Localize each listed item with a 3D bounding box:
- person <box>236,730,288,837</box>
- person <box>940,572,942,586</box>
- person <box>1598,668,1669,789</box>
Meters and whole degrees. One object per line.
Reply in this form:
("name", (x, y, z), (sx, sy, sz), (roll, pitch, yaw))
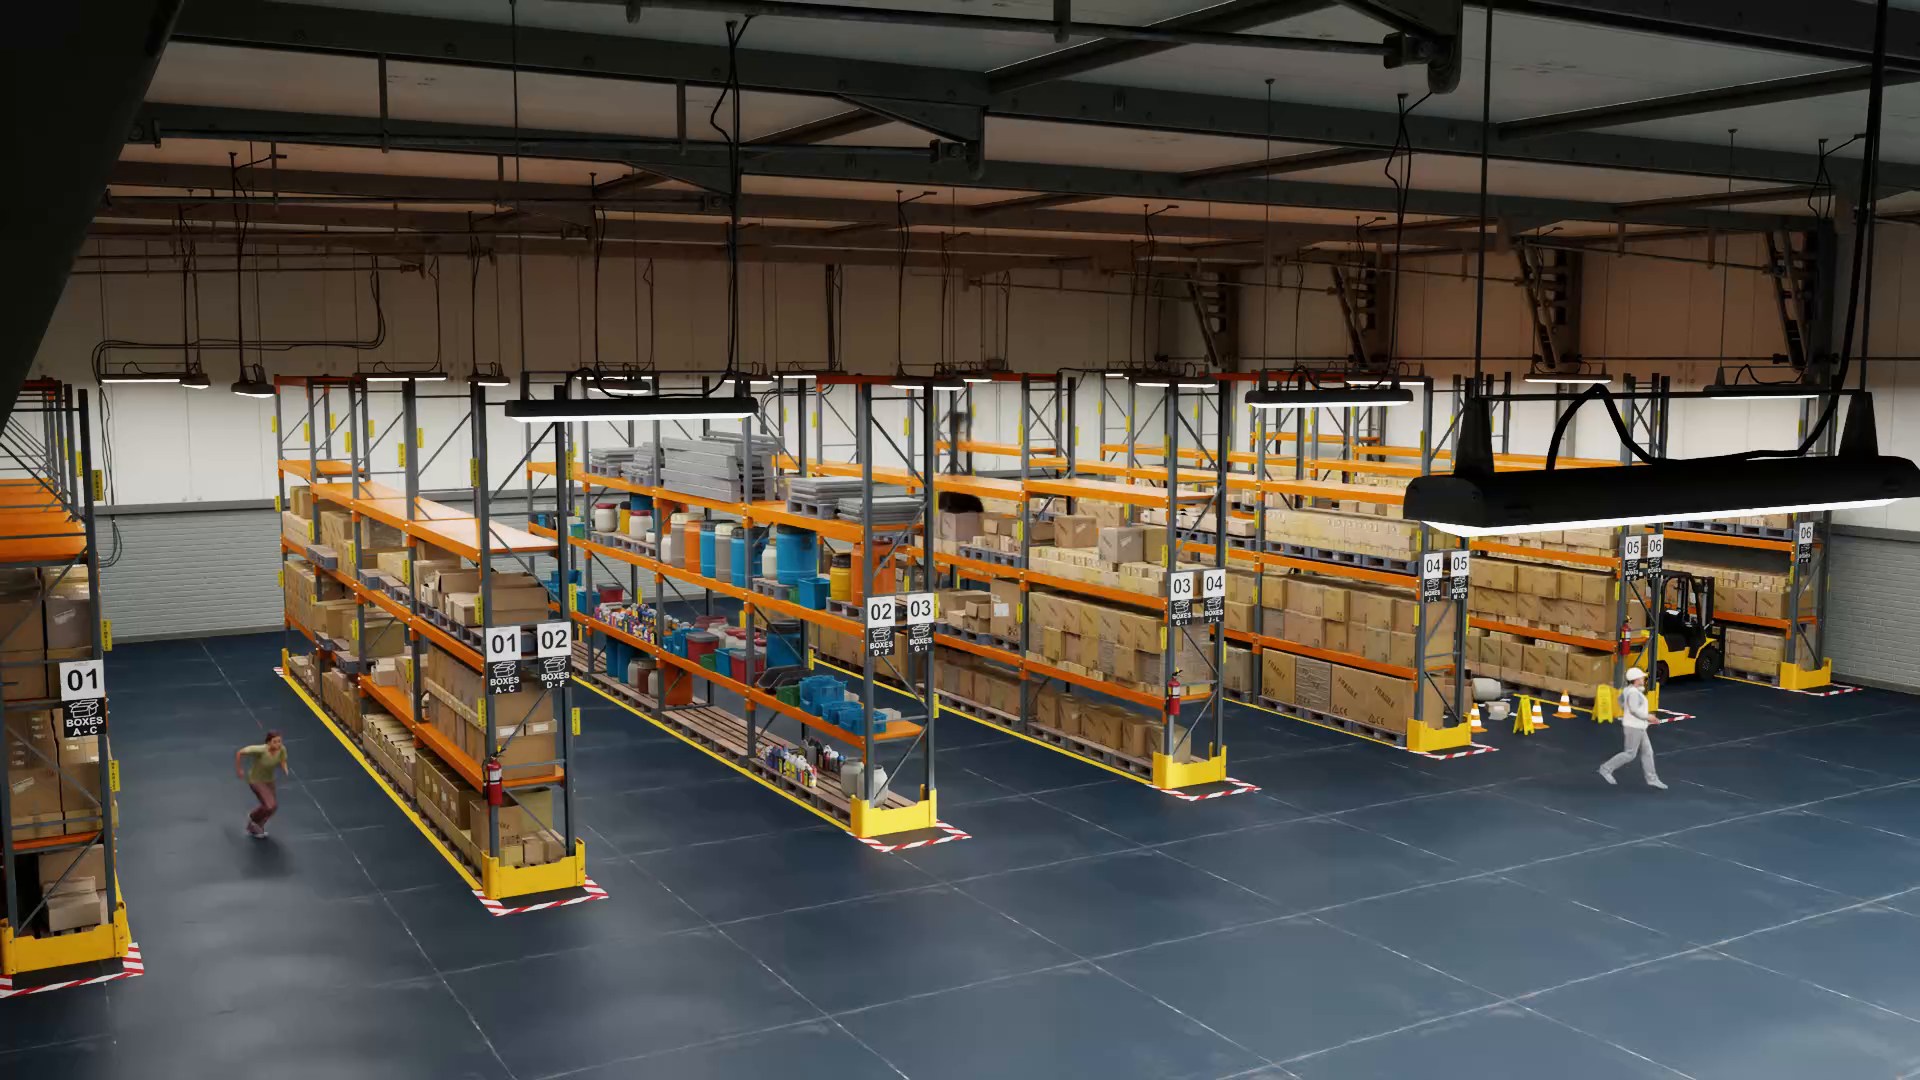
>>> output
("person", (-9.138, 3.207, 21.789), (0.810, 1.503, 0.606), (4, 7, 32))
("person", (-0.601, 0.917, 42.096), (0.598, 1.738, 0.697), (5, 8, 39))
("person", (9.957, 2.765, 24.514), (0.976, 1.771, 0.698), (2, 7, 20))
